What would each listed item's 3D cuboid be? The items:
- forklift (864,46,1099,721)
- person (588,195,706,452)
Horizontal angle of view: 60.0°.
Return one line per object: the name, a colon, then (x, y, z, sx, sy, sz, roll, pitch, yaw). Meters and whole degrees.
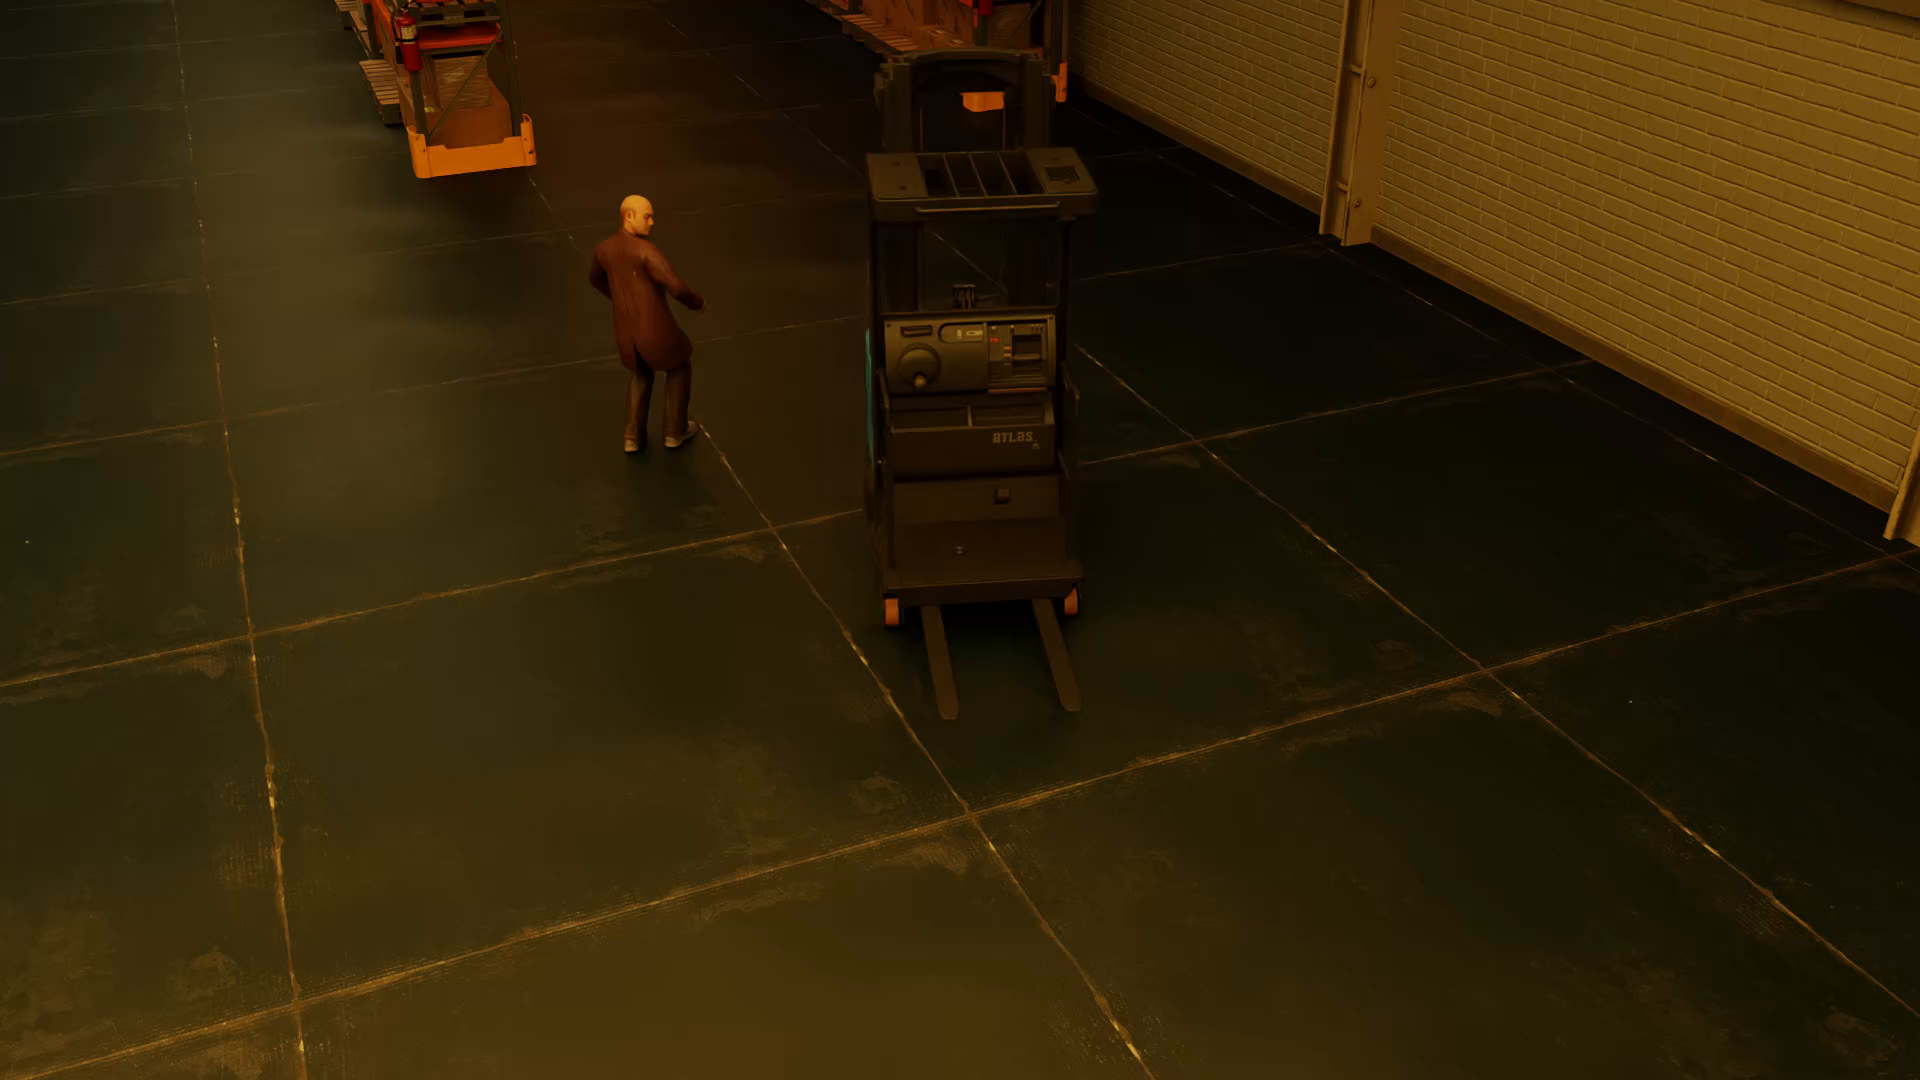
forklift: (0.084, -0.969, 8.815, 1.130, 2.935, 3.031, -3, 30, -6)
person: (-2.020, -1.404, 10.841, 0.830, 1.723, 0.576, 14, 33, 23)
